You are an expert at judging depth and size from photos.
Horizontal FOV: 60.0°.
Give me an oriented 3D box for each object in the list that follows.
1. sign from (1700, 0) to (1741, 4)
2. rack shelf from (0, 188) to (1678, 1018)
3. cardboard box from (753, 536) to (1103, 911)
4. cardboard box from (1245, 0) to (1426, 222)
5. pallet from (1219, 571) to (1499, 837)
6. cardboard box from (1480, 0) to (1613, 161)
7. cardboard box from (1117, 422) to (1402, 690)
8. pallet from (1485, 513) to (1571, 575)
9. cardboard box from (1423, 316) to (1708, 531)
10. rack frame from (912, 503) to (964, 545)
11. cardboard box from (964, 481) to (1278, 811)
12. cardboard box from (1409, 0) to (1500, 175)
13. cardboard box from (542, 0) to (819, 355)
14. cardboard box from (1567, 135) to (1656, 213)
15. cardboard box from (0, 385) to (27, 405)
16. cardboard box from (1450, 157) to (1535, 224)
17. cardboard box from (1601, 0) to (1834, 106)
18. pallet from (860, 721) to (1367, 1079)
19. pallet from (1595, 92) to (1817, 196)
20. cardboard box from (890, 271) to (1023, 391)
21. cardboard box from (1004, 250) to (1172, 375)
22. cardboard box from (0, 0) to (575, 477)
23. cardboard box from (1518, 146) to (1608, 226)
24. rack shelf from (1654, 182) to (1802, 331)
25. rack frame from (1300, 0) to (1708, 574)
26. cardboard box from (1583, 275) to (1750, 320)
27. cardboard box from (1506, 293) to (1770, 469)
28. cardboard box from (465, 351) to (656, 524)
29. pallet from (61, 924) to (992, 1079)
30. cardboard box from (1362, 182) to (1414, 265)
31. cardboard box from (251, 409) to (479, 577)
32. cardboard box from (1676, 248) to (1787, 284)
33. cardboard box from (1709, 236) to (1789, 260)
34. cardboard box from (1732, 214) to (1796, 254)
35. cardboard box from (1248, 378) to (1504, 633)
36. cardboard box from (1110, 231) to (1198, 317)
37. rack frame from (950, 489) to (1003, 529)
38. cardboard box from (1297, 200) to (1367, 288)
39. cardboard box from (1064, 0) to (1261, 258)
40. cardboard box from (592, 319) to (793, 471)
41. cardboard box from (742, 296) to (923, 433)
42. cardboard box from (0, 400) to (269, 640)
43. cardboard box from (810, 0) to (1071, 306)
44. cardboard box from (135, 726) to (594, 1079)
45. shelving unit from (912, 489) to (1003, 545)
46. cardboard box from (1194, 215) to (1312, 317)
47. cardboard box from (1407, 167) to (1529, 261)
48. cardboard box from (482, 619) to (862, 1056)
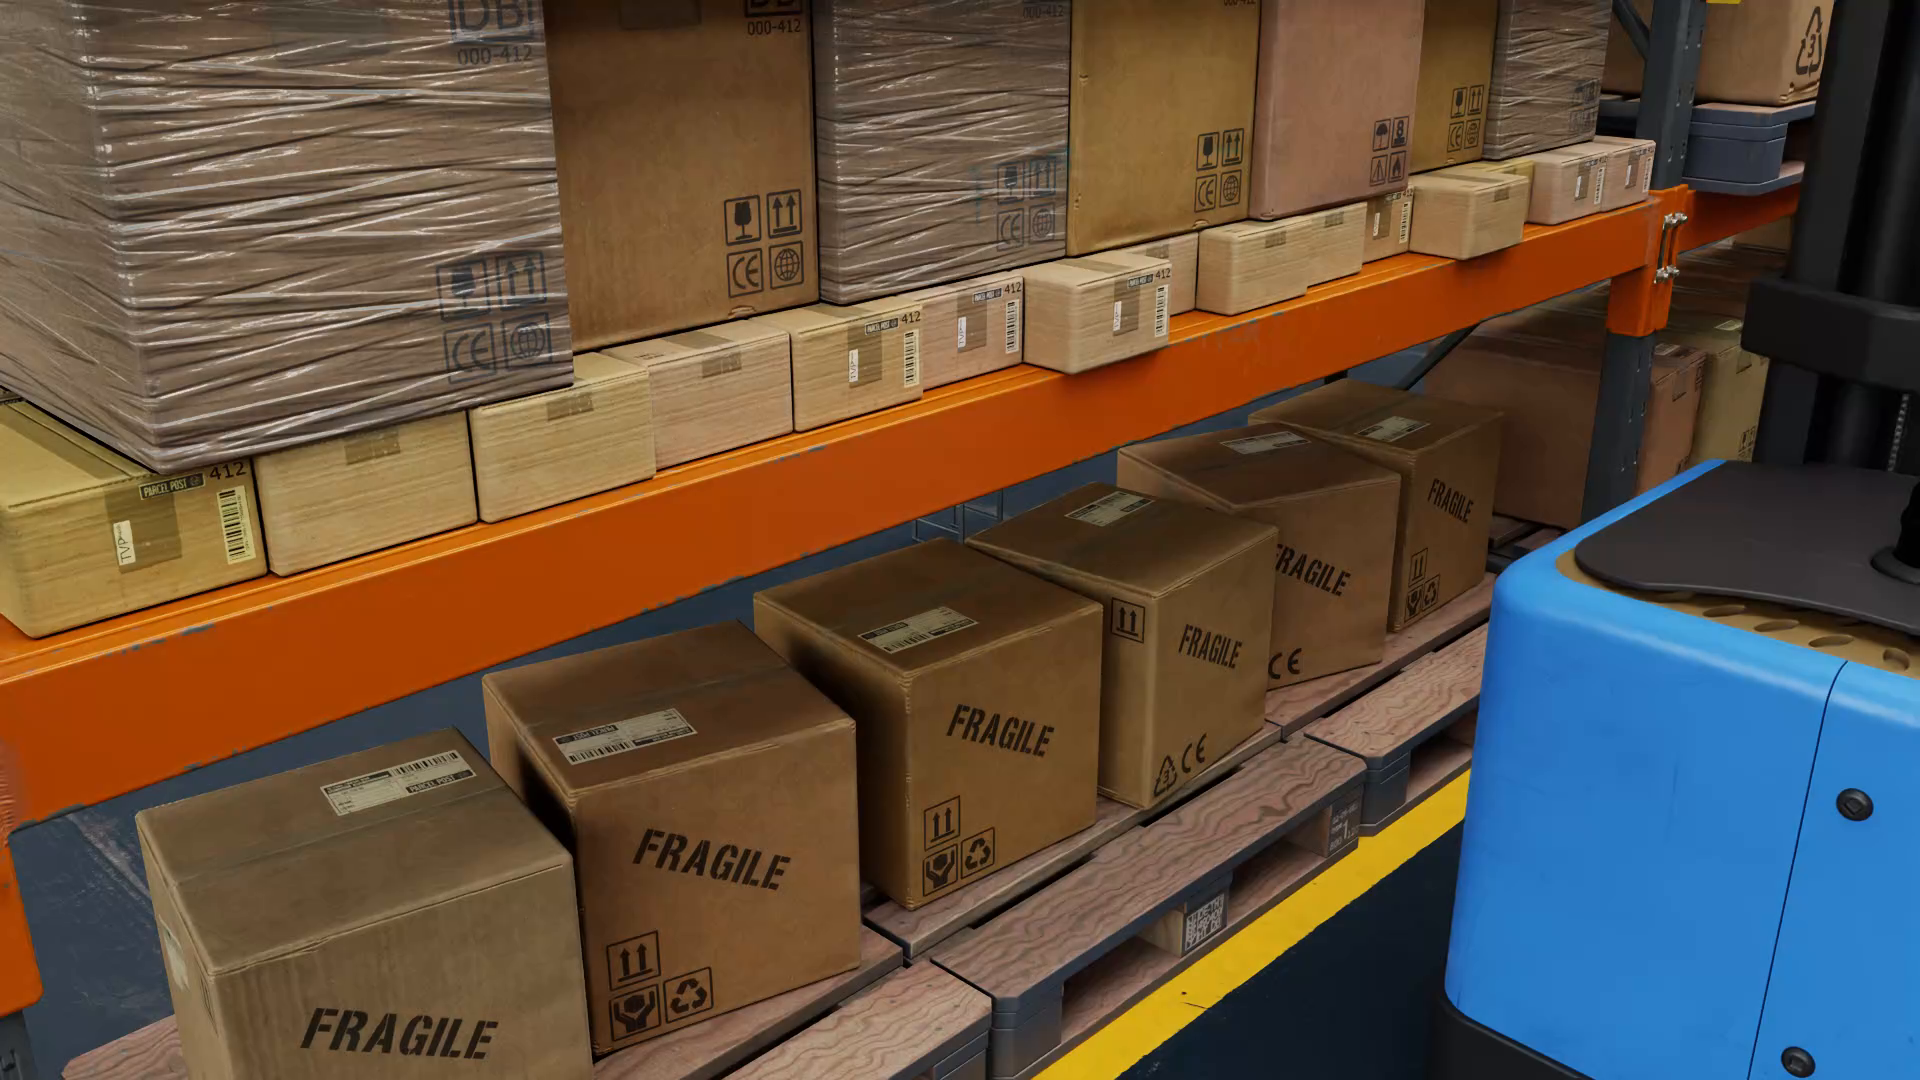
[{"bbox_3d":[1.829,-1.447,3.950,0.100,0.325,0.005,19,28,41],"label":"sign"},{"bbox_3d":[0.039,-0.326,3.245,1.077,0.370,4.000,19,28,41],"label":"rack shelf"},{"bbox_3d":[-0.065,0.348,3.387,0.500,0.500,0.500,-17,27,-37],"label":"cardboard box"},{"bbox_3d":[0.426,-0.988,3.411,0.875,0.500,0.500,19,28,41],"label":"cardboard box"},{"bbox_3d":[0.991,0.307,4.482,1.003,0.211,1.213,19,28,41],"label":"pallet"},{"bbox_3d":[1.076,-1.262,4.122,0.875,0.500,0.500,19,28,41],"label":"cardboard box"},{"bbox_3d":[0.733,0.036,4.198,0.500,0.500,0.500,-11,23,-25],"label":"cardboard box"},{"bbox_3d":[1.977,-0.075,5.476,1.003,0.211,1.213,19,28,41],"label":"pallet"},{"bbox_3d":[1.878,-0.367,5.220,0.700,0.500,0.500,17,27,37],"label":"cardboard box"},{"bbox_3d":[-0.074,-0.533,5.288,0.240,1.200,0.006,19,28,41],"label":"rack frame"},{"bbox_3d":[0.356,0.216,3.731,0.500,0.500,0.500,16,26,36],"label":"cardboard box"},{"bbox_3d":[0.702,-1.142,3.811,0.875,0.500,0.500,19,28,41],"label":"cardboard box"},{"bbox_3d":[-0.690,-0.627,2.470,0.875,0.500,0.500,19,28,41],"label":"cardboard box"},{"bbox_3d":[1.495,-0.930,4.164,0.380,0.149,0.250,19,28,41],"label":"cardboard box"},{"bbox_3d":[-1.305,-0.156,2.149,0.380,0.149,0.250,19,28,41],"label":"cardboard box"},{"bbox_3d":[1.097,-0.819,3.875,0.380,0.149,0.250,19,28,41],"label":"cardboard box"},{"bbox_3d":[2.089,-1.822,4.711,1.000,1.000,1.000,19,28,41],"label":"cardboard box"},{"bbox_3d":[0.140,0.622,3.662,1.003,0.211,1.213,19,28,41],"label":"pallet"},{"bbox_3d":[2.072,-1.247,4.905,1.003,0.211,1.213,19,28,41],"label":"pallet"},{"bbox_3d":[-0.119,-0.367,2.700,0.380,0.149,0.250,19,28,41],"label":"cardboard box"},{"bbox_3d":[0.130,-0.406,2.799,0.380,0.149,0.250,19,28,41],"label":"cardboard box"},{"bbox_3d":[-0.952,-0.468,2.057,0.875,0.500,0.500,19,28,41],"label":"cardboard box"},{"bbox_3d":[1.314,-0.868,4.003,0.380,0.149,0.250,19,28,41],"label":"cardboard box"},{"bbox_3d":[2.830,-1.355,5.921,1.077,0.370,4.000,19,28,41],"label":"rack shelf"},{"bbox_3d":[1.435,-1.176,4.454,1.000,3.000,0.127,19,28,41],"label":"rack frame"},{"bbox_3d":[2.615,-0.629,5.901,0.700,0.500,0.500,16,26,36],"label":"cardboard box"},{"bbox_3d":[2.225,-0.485,5.527,0.700,0.500,0.500,19,28,40],"label":"cardboard box"},{"bbox_3d":[-0.613,-0.164,2.171,0.380,0.149,0.250,19,28,41],"label":"cardboard box"},{"bbox_3d":[-0.711,0.934,2.850,1.003,0.211,1.213,19,28,41],"label":"pallet"},{"bbox_3d":[0.733,-0.696,3.554,0.380,0.149,0.250,19,28,41],"label":"cardboard box"},{"bbox_3d":[-0.798,-0.104,2.014,0.380,0.149,0.250,19,28,41],"label":"cardboard box"},{"bbox_3d":[3.004,-0.773,6.275,0.500,0.500,0.700,-17,27,-38],"label":"cardboard box"},{"bbox_3d":[3.394,-0.920,6.658,0.700,0.500,0.500,16,26,36],"label":"cardboard box"},{"bbox_3d":[3.416,-1.274,6.535,0.500,0.250,0.500,-16,26,-36],"label":"cardboard box"},{"bbox_3d":[1.127,-0.113,4.586,0.500,0.500,0.500,18,28,39],"label":"cardboard box"},{"bbox_3d":[0.209,-0.503,3.053,0.380,0.149,0.250,19,28,41],"label":"cardboard box"},{"bbox_3d":[0.054,-0.580,5.411,0.240,1.200,0.006,19,28,41],"label":"rack frame"},{"bbox_3d":[0.588,-0.621,3.360,0.380,0.149,0.250,19,28,41],"label":"cardboard box"},{"bbox_3d":[0.047,-0.870,3.103,0.875,0.500,0.500,19,28,41],"label":"cardboard box"},{"bbox_3d":[-0.453,-0.234,2.352,0.380,0.149,0.250,19,28,41],"label":"cardboard box"},{"bbox_3d":[-0.274,-0.296,2.515,0.380,0.149,0.250,19,28,41],"label":"cardboard box"},{"bbox_3d":[-0.986,-0.044,1.859,0.380,0.149,0.250,19,28,41],"label":"cardboard box"},{"bbox_3d":[-0.310,-0.744,2.776,0.875,0.500,0.500,19,28,41],"label":"cardboard box"},{"bbox_3d":[-0.908,0.666,2.559,0.500,0.500,0.500,-14,25,-32],"label":"cardboard box"},{"bbox_3d":[-0.010,-0.556,5.350,0.258,1.200,0.189,19,28,41],"label":"shelving unit"},{"bbox_3d":[0.438,-0.548,3.170,0.380,0.149,0.250,19,28,41],"label":"cardboard box"},{"bbox_3d":[1.002,-0.727,3.635,0.380,0.149,0.250,19,28,41],"label":"cardboard box"},{"bbox_3d":[-0.516,0.504,2.981,0.500,0.500,0.500,-12,24,-28],"label":"cardboard box"}]
